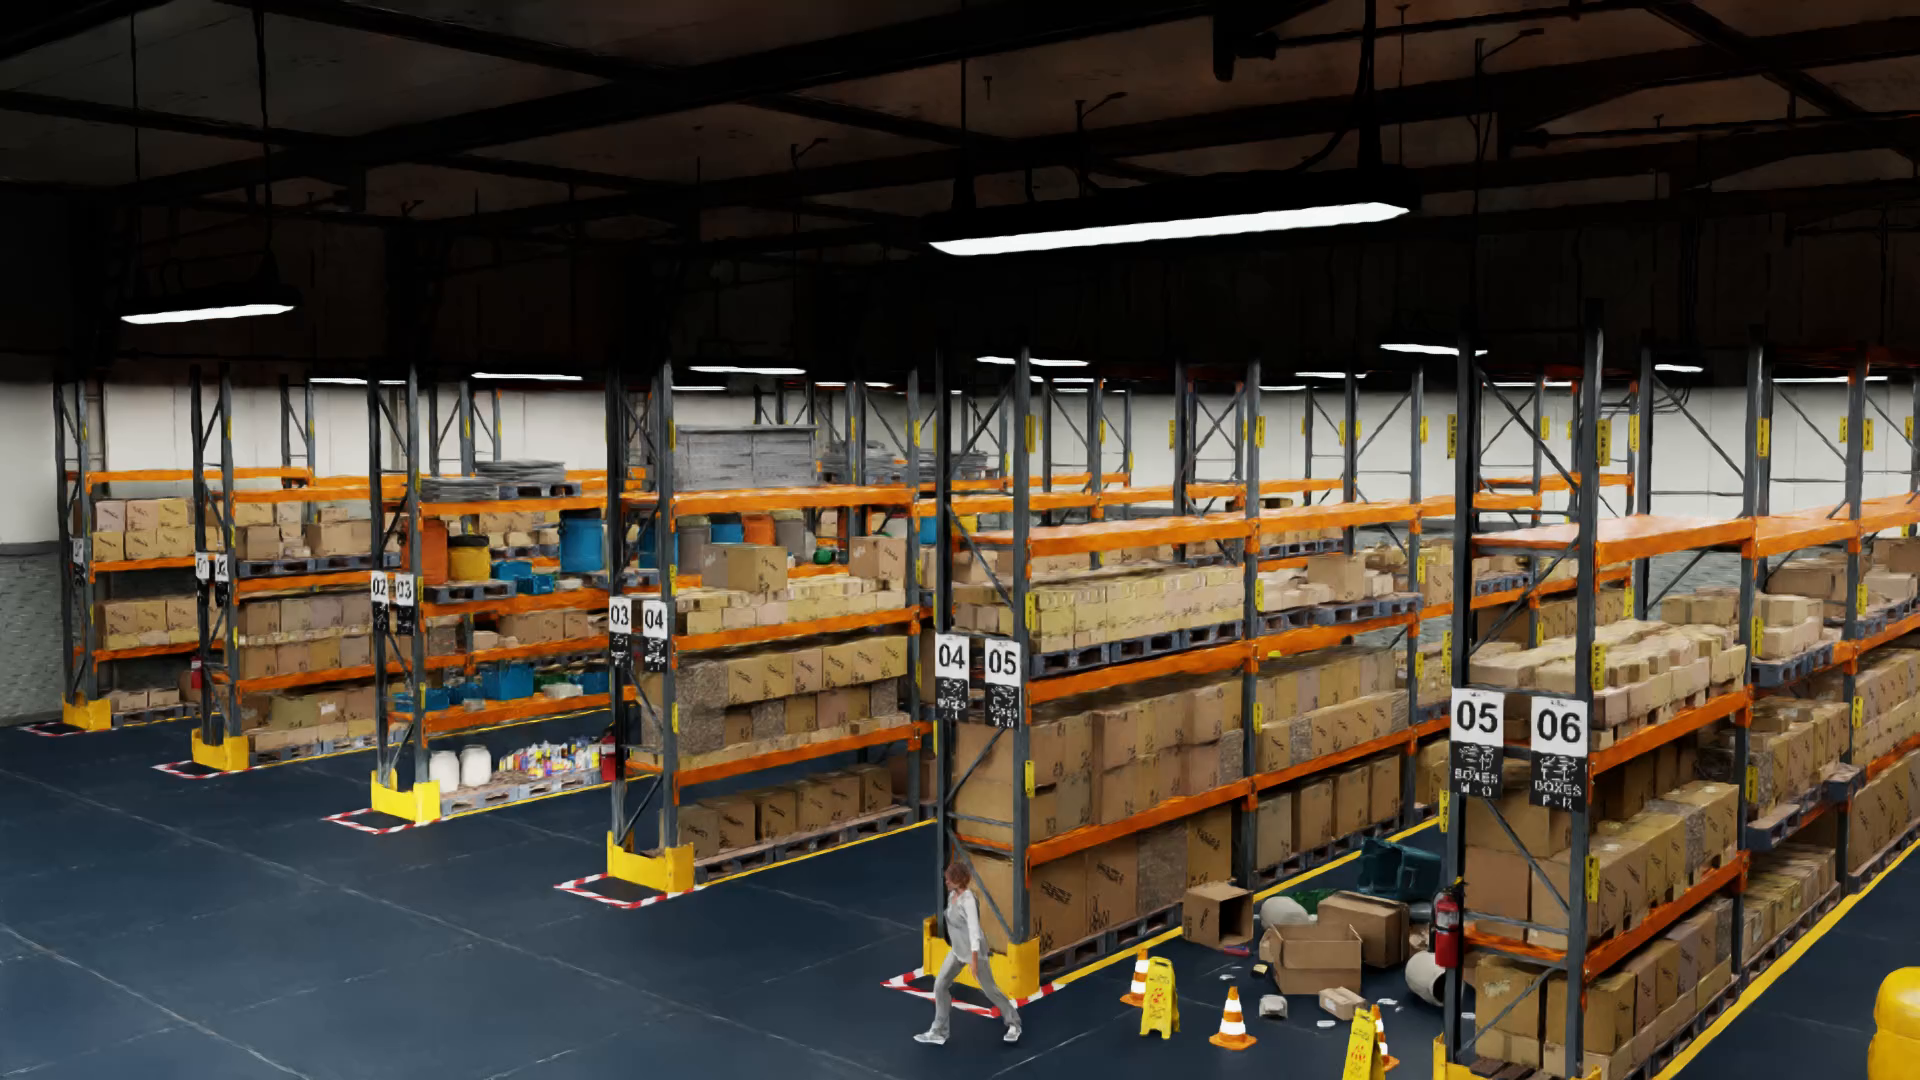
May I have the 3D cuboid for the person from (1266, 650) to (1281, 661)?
[{"bbox_3d":[4.802,2.492,25.200,0.591,1.716,1.042,3,5,39],"label":"person"}]

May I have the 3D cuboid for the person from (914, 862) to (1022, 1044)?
[{"bbox_3d":[0.086,3.402,13.718,0.883,1.534,0.456,-2,5,-26],"label":"person"}]
